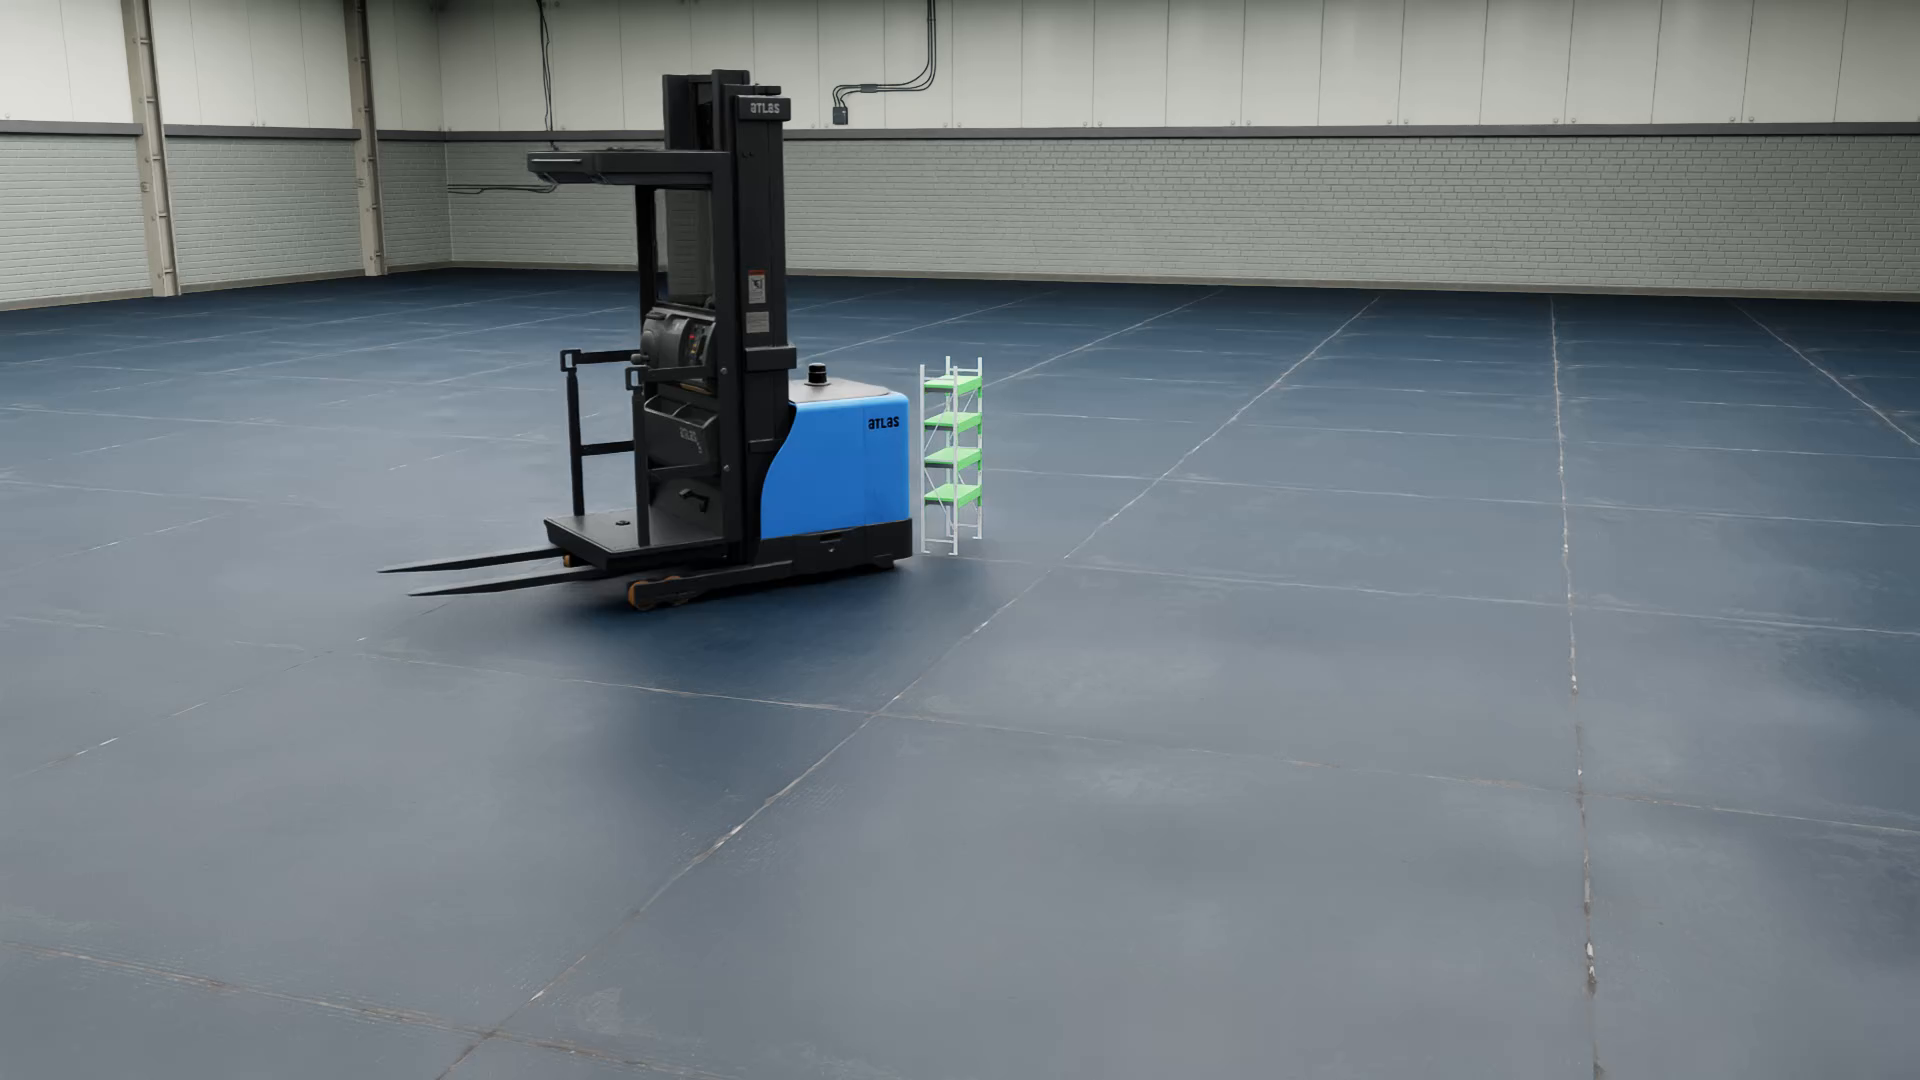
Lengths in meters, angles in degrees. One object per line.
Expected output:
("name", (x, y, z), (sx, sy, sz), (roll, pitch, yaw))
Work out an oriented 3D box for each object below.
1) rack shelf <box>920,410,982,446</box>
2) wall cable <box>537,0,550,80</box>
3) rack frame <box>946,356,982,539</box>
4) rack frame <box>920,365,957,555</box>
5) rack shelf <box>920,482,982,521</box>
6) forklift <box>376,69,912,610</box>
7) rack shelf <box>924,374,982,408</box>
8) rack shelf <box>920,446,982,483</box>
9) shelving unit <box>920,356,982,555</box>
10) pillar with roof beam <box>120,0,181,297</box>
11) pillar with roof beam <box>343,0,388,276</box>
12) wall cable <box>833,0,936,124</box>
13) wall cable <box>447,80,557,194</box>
("rack shelf", (-0.054, -0.722, 10.663), (0.258, 0.148, 0.480), (4, 14, 18))
("wall cable", (-8.017, -11.465, 36.624), (3.097, 2.526, 0.112), (4, 14, 18))
("rack frame", (0.025, -0.601, 10.927), (0.240, 1.200, 0.015), (4, 14, 18))
("rack frame", (-0.133, -0.499, 10.477), (0.240, 1.200, 0.015), (4, 14, 18))
("rack shelf", (-0.054, -0.254, 10.769), (0.258, 0.148, 0.480), (4, 14, 18))
("forklift", (-1.805, -1.170, 9.528), (3.031, 2.935, 1.130), (-8, 15, -33))
("rack shelf", (-0.054, -0.956, 10.609), (0.258, 0.148, 0.480), (4, 14, 18))
("rack shelf", (-0.054, -0.488, 10.716), (0.258, 0.148, 0.480), (4, 14, 18))
("shelving unit", (-0.054, -0.550, 10.702), (0.258, 1.200, 0.503), (4, 14, 18))
("pillar with roof beam", (-10.649, -8.613, 28.501), (9.100, 9.000, 0.400), (4, 14, 18))
("pillar with roof beam", (-8.708, -9.876, 34.036), (9.100, 9.000, 0.400), (4, 14, 18))
("wall cable", (-1.599, -11.682, 34.306), (2.305, 6.003, 0.169), (4, 14, 18))
("wall cable", (-10.577, -9.197, 38.040), (3.097, 2.526, 0.112), (4, 14, 18))
